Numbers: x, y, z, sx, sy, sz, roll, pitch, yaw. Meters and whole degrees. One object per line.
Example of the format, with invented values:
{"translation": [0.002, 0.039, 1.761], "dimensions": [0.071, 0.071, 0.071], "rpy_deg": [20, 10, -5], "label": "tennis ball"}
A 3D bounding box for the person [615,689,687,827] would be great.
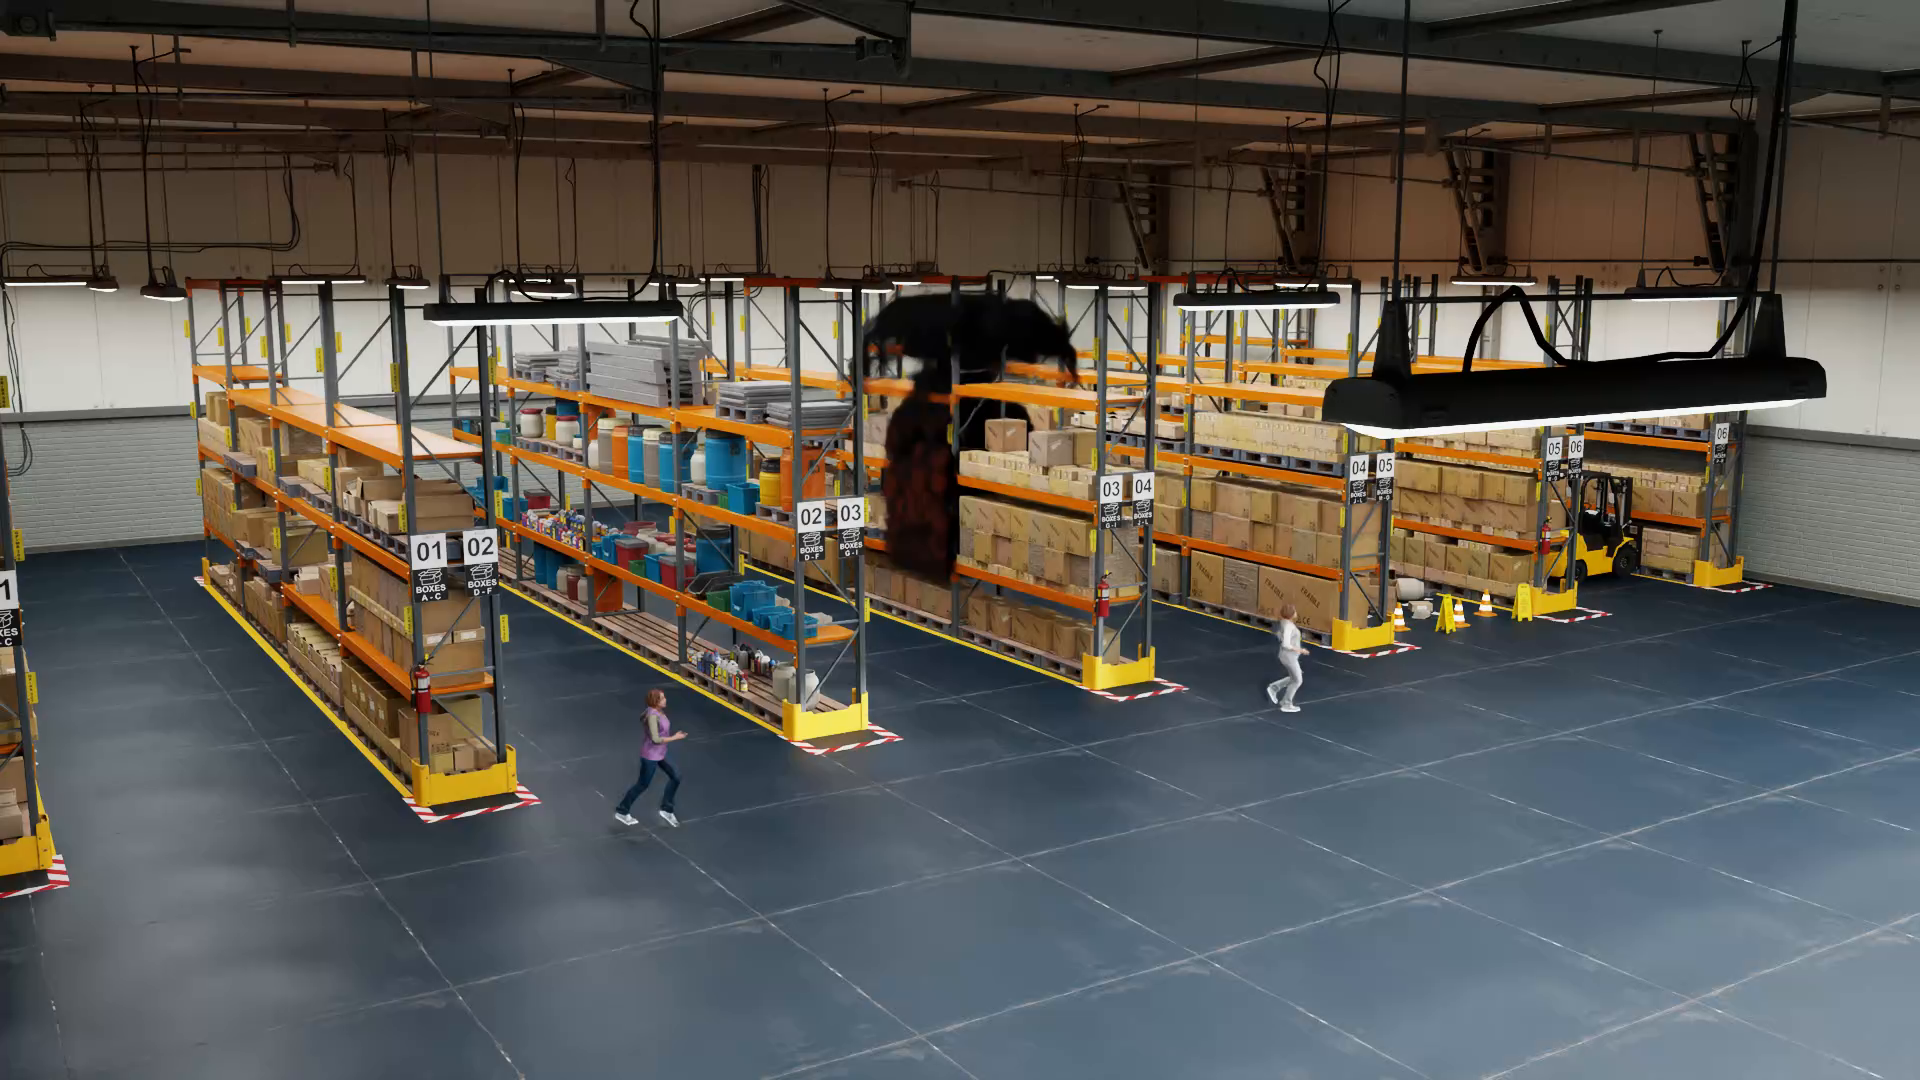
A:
{"translation": [-3.452, 2.448, 18.663], "dimensions": [0.833, 1.623, 0.546], "rpy_deg": [1, 10, 5], "label": "person"}

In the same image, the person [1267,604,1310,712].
{"translation": [4.629, 1.663, 23.459], "dimensions": [0.562, 1.550, 0.533], "rpy_deg": [1, 10, 6], "label": "person"}
